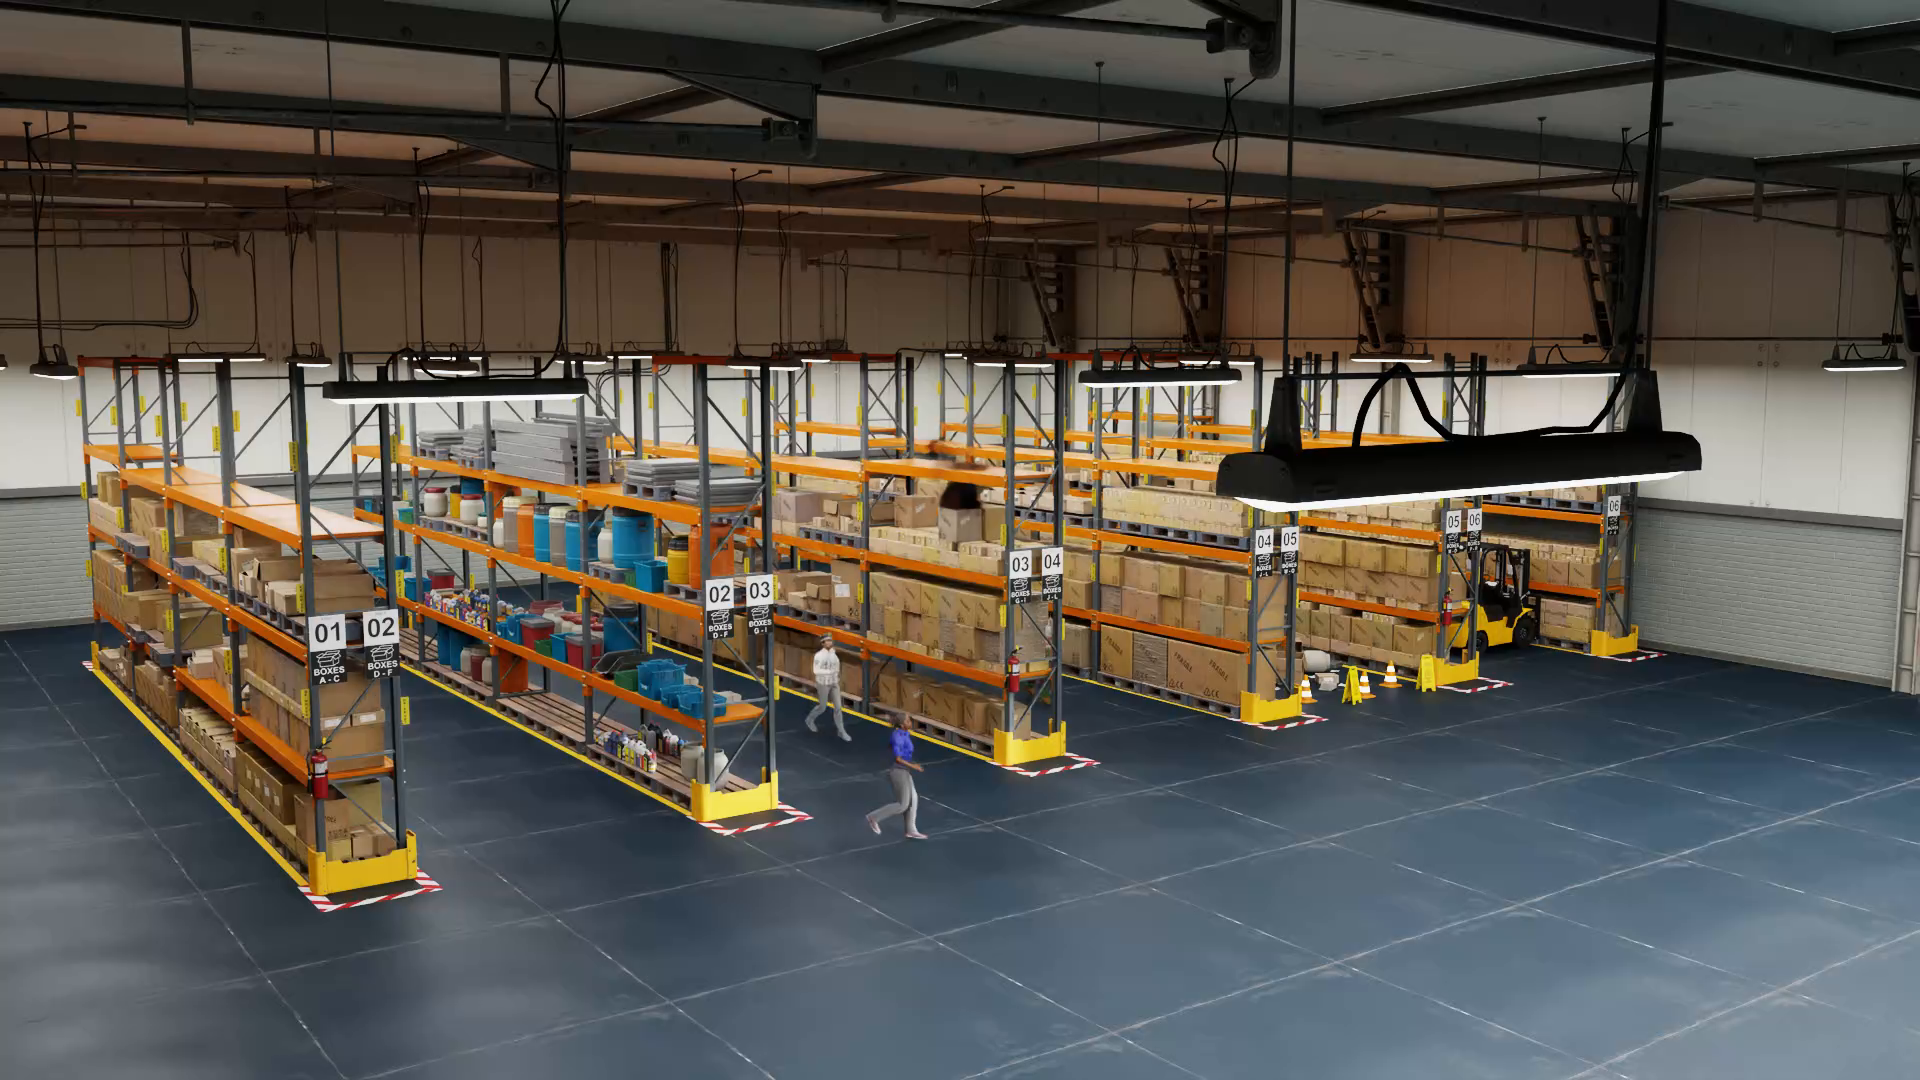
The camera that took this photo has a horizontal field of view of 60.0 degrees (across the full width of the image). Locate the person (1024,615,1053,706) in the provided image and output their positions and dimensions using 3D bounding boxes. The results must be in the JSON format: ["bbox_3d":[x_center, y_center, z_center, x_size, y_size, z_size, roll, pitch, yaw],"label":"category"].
[{"bbox_3d":[1.390,1.917,28.989,0.655,1.828,0.840,-7,10,-44],"label":"person"}]

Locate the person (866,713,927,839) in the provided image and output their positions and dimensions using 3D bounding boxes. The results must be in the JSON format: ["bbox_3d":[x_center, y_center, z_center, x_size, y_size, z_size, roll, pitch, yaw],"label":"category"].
[{"bbox_3d":[-0.809,2.993,21.052,0.781,1.651,0.587,-1,7,-4],"label":"person"}]

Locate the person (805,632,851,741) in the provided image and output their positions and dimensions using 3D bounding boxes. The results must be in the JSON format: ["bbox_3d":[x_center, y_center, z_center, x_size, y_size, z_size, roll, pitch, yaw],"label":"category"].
[{"bbox_3d":[-2.095,2.288,26.287,0.920,1.702,0.612,6,9,41],"label":"person"}]
